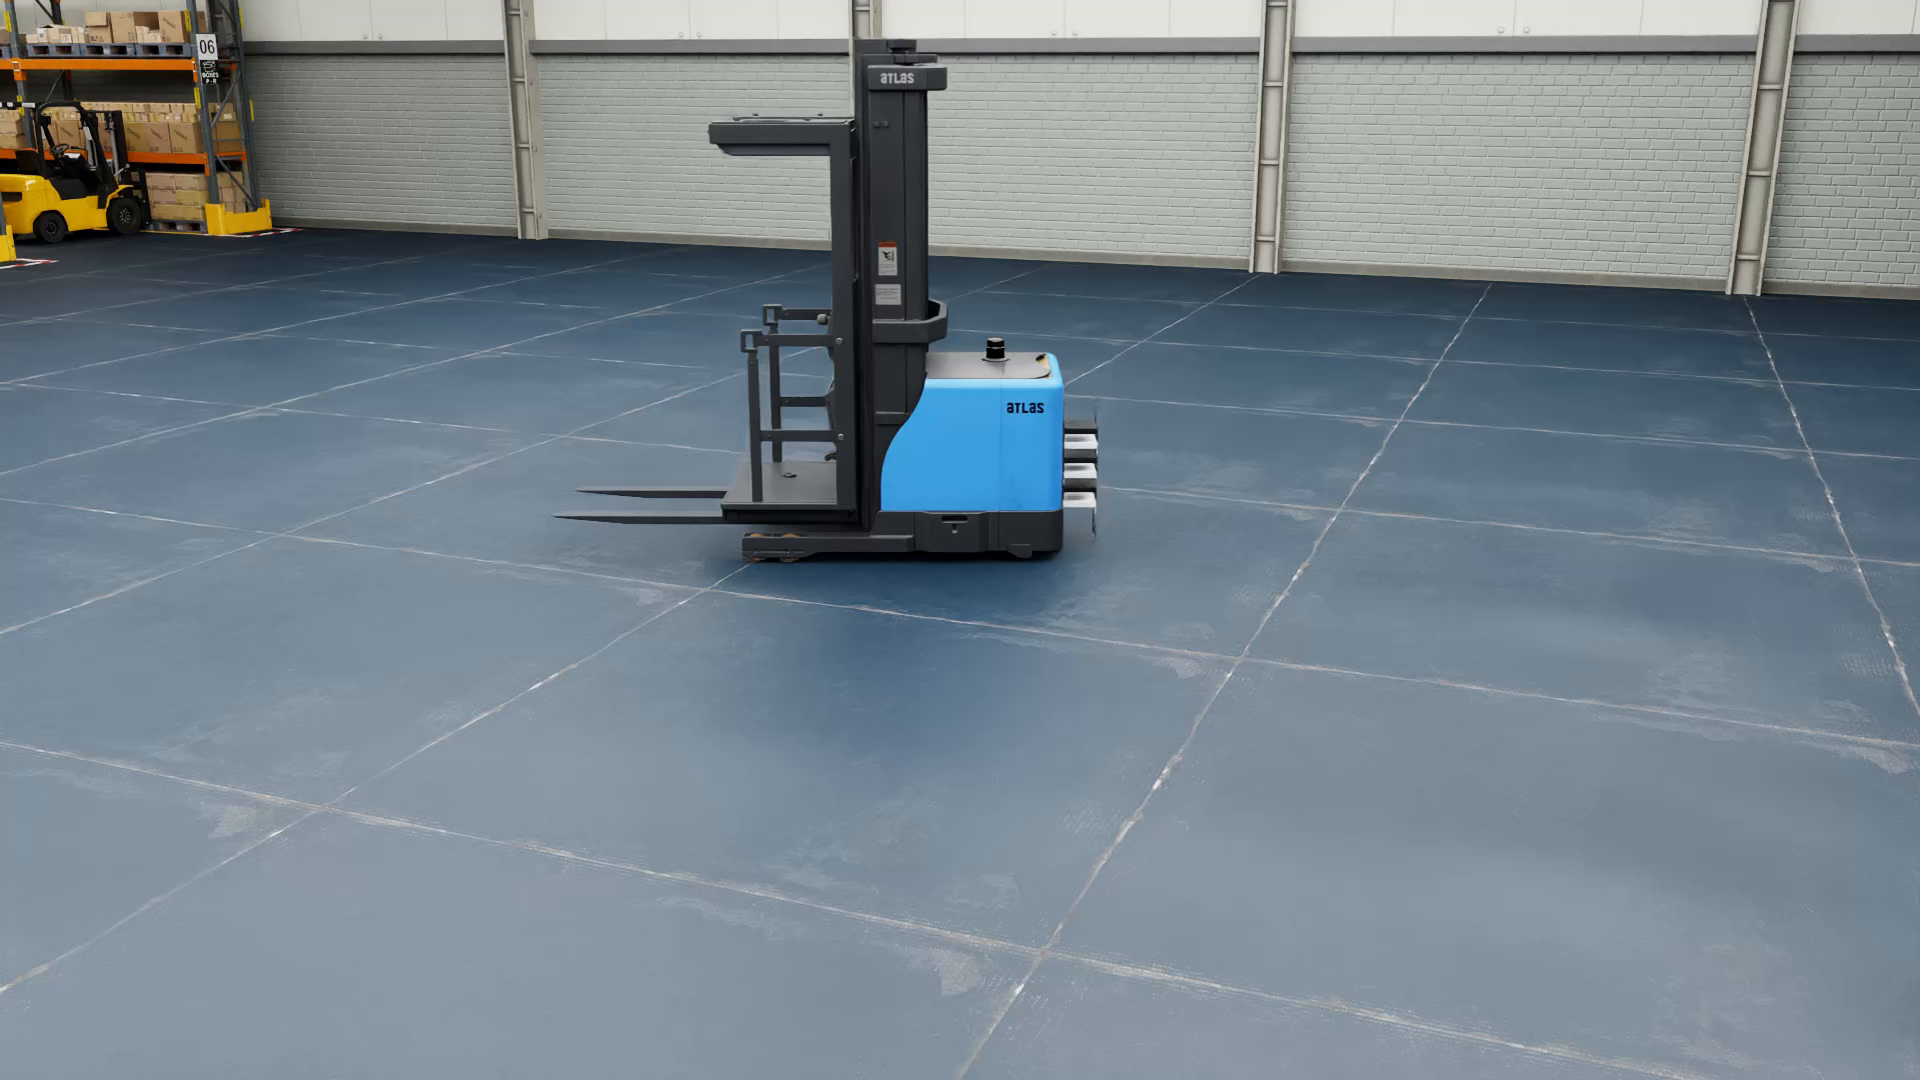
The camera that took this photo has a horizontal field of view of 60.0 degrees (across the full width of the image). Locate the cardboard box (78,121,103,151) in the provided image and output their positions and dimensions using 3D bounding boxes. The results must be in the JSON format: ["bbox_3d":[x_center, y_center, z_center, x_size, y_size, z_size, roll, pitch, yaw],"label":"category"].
[{"bbox_3d":[-14.661,-6.919,28.447,0.500,0.500,0.500,6,17,20],"label":"cardboard box"}]

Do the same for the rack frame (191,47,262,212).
[{"bbox_3d":[-12.219,-6.675,27.787,0.127,3.000,1.000,6,17,21],"label":"rack frame"}]

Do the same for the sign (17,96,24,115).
[{"bbox_3d":[-16.130,-7.461,28.558,0.005,0.325,0.100,6,17,21],"label":"sign"}]

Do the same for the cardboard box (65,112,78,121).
[{"bbox_3d":[-15.043,-7.253,28.435,0.250,0.149,0.380,7,17,22],"label":"cardboard box"}]

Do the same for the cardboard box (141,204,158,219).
[{"bbox_3d":[-13.693,-5.630,28.364,0.500,0.250,0.500,6,17,21],"label":"cardboard box"}]

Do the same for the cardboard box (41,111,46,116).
[{"bbox_3d":[-15.740,-7.343,28.745,0.250,0.149,0.380,6,17,20],"label":"cardboard box"}]

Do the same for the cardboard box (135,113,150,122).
[{"bbox_3d":[-13.604,-7.102,27.914,0.250,0.149,0.380,6,17,19],"label":"cardboard box"}]

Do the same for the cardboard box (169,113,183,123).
[{"bbox_3d":[-12.893,-7.016,27.618,0.250,0.149,0.380,7,17,22],"label":"cardboard box"}]

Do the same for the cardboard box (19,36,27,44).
[{"bbox_3d":[-16.657,-8.792,29.216,0.250,0.149,0.380,6,17,21],"label":"cardboard box"}]

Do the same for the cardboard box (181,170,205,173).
[{"bbox_3d":[-13.062,-6.185,28.484,0.500,0.250,0.500,6,17,21],"label":"cardboard box"}]

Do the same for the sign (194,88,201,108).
[{"bbox_3d":[-12.431,-7.206,27.113,0.005,0.325,0.100,6,17,21],"label":"sign"}]

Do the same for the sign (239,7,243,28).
[{"bbox_3d":[-12.009,-8.717,27.730,0.005,0.325,0.100,6,17,21],"label":"sign"}]

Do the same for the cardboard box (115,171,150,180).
[{"bbox_3d":[-14.180,-6.156,28.385,0.500,0.250,0.500,6,17,20],"label":"cardboard box"}]

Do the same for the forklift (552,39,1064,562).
[{"bbox_3d":[-0.905,-1.424,9.821,3.031,2.935,1.130,0,16,1],"label":"forklift"}]

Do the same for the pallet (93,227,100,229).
[{"bbox_3d":[-15.215,-5.653,29.268,1.213,0.211,1.003,6,17,21],"label":"pallet"}]

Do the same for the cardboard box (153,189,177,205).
[{"bbox_3d":[-13.249,-5.819,28.121,0.500,0.250,0.500,6,17,20],"label":"cardboard box"}]

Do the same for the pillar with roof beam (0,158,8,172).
[{"bbox_3d":[-19.697,-9.359,26.270,0.400,9.000,9.100,6,17,21],"label":"pillar with roof beam"}]

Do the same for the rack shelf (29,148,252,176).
[{"bbox_3d":[-14.079,-6.534,28.592,4.000,0.370,1.077,6,17,21],"label":"rack shelf"}]

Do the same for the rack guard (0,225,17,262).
[{"bbox_3d":[-14.107,-4.195,23.727,0.348,0.500,1.175,6,17,21],"label":"rack guard"}]

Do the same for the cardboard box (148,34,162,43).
[{"bbox_3d":[-13.101,-8.251,27.352,0.250,0.149,0.380,6,17,19],"label":"cardboard box"}]

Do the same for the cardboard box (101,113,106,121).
[{"bbox_3d":[-14.308,-7.180,28.182,0.250,0.149,0.380,6,17,19],"label":"cardboard box"}]

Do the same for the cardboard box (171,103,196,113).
[{"bbox_3d":[-12.870,-7.177,27.639,0.250,0.149,0.380,6,17,21],"label":"cardboard box"}]

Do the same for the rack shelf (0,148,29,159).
[{"bbox_3d":[-17.800,-6.944,30.002,4.000,0.370,1.077,6,17,21],"label":"rack shelf"}]

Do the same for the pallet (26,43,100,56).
[{"bbox_3d":[-15.137,-8.402,28.514,1.213,0.211,1.003,6,17,21],"label":"pallet"}]

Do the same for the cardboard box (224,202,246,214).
[{"bbox_3d":[-12.604,-5.658,28.460,0.500,0.250,0.500,6,17,21],"label":"cardboard box"}]

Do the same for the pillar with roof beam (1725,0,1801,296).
[{"bbox_3d":[8.211,-6.290,15.699,0.400,9.000,9.100,6,17,21],"label":"pillar with roof beam"}]

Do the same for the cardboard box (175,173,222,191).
[{"bbox_3d":[-12.761,-6.003,27.856,0.500,0.250,0.500,7,18,22],"label":"cardboard box"}]

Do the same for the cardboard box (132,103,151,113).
[{"bbox_3d":[-13.611,-7.239,27.853,0.250,0.149,0.380,7,18,22],"label":"cardboard box"}]

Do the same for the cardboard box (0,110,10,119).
[{"bbox_3d":[-16.586,-7.443,29.089,0.250,0.149,0.380,6,17,20],"label":"cardboard box"}]

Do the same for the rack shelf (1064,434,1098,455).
[{"bbox_3d":[0.721,-0.577,10.022,0.200,0.077,0.258,0,16,1],"label":"rack shelf"}]

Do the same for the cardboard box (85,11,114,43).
[{"bbox_3d":[-14.166,-8.598,27.911,0.637,0.503,0.797,7,18,22],"label":"cardboard box"}]

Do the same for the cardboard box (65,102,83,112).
[{"bbox_3d":[-15.033,-7.397,28.398,0.250,0.149,0.380,7,17,22],"label":"cardboard box"}]

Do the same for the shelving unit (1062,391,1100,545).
[{"bbox_3d":[0.721,-0.437,10.063,0.210,0.900,0.258,0,16,1],"label":"shelving unit"}]

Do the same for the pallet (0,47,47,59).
[{"bbox_3d":[-16.765,-8.520,29.105,1.217,0.209,0.805,6,17,18],"label":"pallet"}]

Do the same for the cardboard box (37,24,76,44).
[{"bbox_3d":[-15.255,-8.584,28.208,0.500,0.311,0.500,7,17,22],"label":"cardboard box"}]

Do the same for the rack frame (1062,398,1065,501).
[{"bbox_3d":[0.619,-0.437,10.064,0.006,0.900,0.240,0,16,1],"label":"rack frame"}]

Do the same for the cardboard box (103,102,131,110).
[{"bbox_3d":[-14.286,-7.345,28.219,0.250,0.149,0.380,6,17,21],"label":"cardboard box"}]

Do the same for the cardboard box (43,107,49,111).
[{"bbox_3d":[-15.752,-7.477,28.674,0.250,0.149,0.380,7,17,22],"label":"cardboard box"}]

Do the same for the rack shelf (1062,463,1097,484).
[{"bbox_3d":[0.721,-0.405,10.072,0.200,0.077,0.258,0,16,1],"label":"rack shelf"}]

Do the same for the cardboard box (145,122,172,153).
[{"bbox_3d":[-13.252,-6.761,27.903,0.500,0.500,0.500,7,18,22],"label":"cardboard box"}]
